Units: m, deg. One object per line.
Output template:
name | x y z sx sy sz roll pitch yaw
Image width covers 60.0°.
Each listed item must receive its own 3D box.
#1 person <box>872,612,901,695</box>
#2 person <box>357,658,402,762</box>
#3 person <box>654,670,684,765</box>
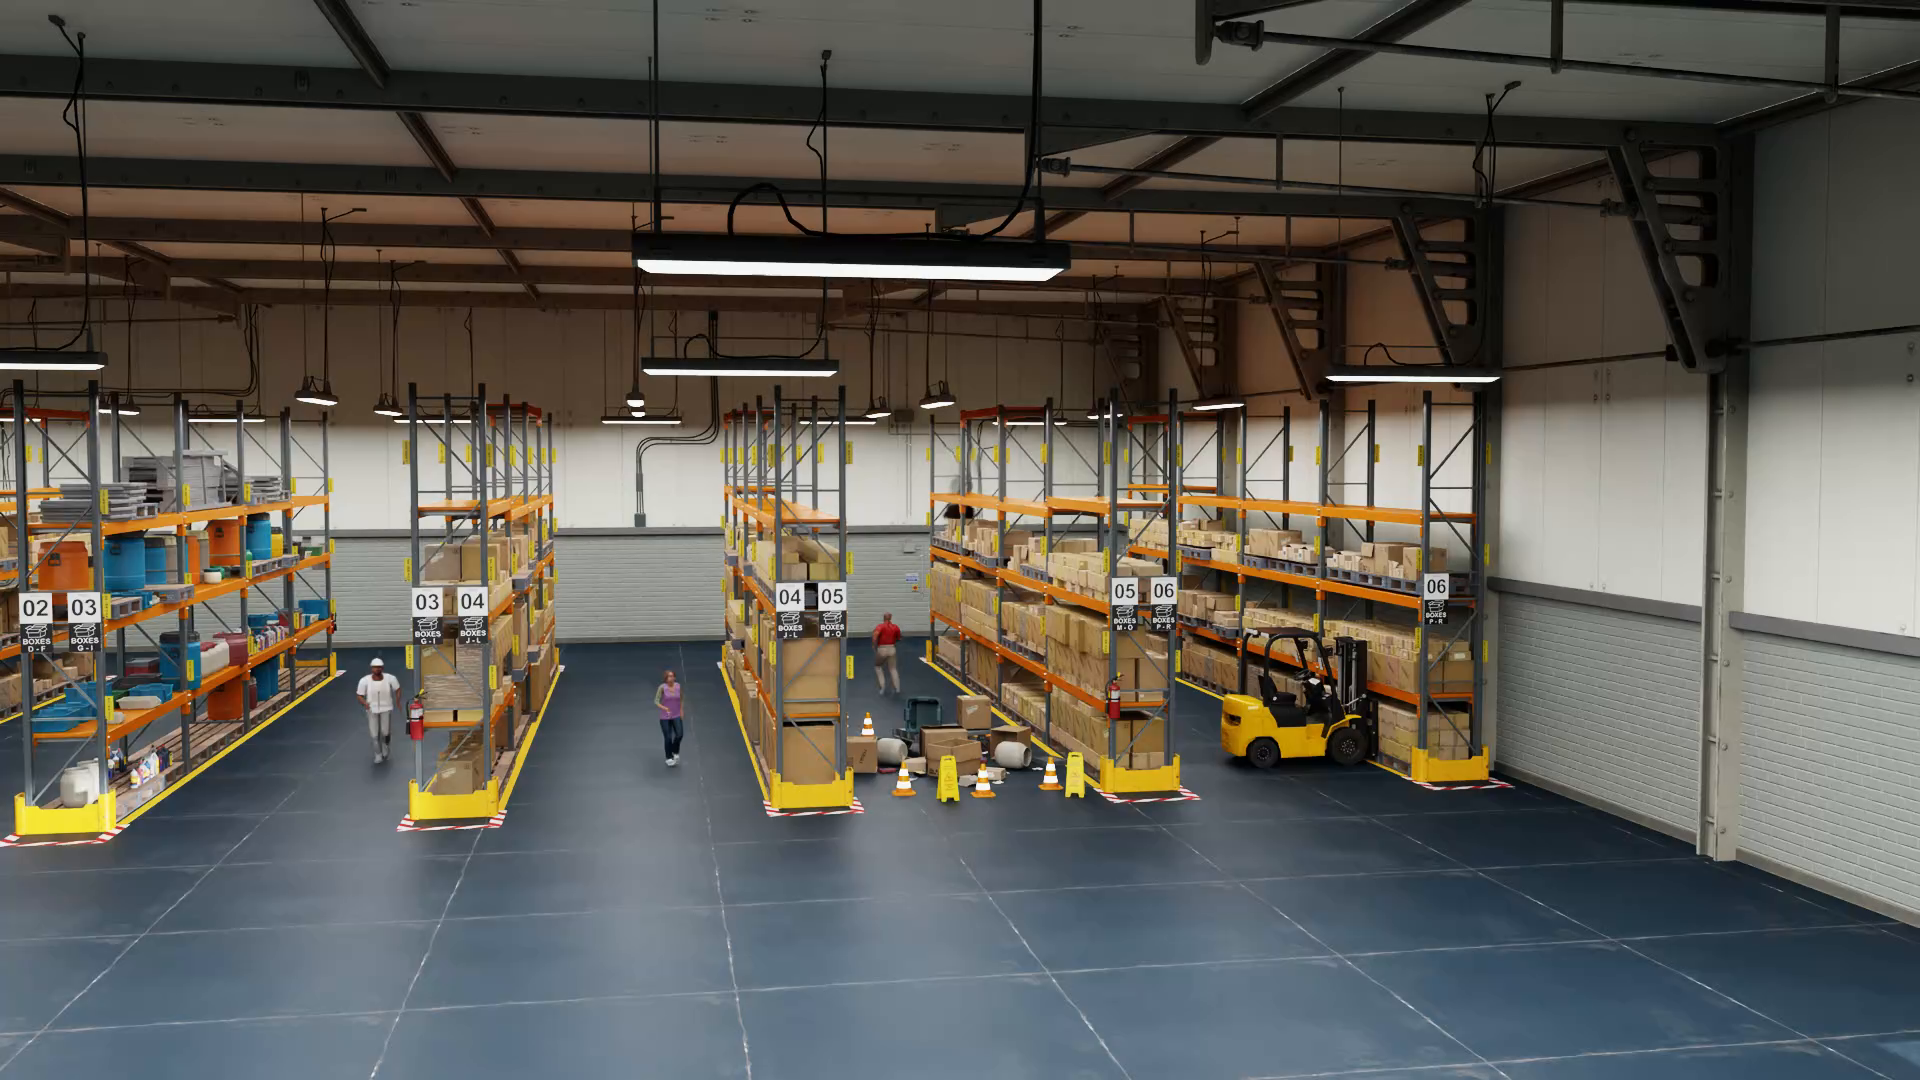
person | -1.534 2.400 34.622 0.673 1.774 0.900 -1 3 -17
person | -9.418 2.771 26.974 0.688 1.714 0.639 -1 3 -18
person | -4.649 2.858 26.689 0.517 1.561 0.576 -1 3 -23
